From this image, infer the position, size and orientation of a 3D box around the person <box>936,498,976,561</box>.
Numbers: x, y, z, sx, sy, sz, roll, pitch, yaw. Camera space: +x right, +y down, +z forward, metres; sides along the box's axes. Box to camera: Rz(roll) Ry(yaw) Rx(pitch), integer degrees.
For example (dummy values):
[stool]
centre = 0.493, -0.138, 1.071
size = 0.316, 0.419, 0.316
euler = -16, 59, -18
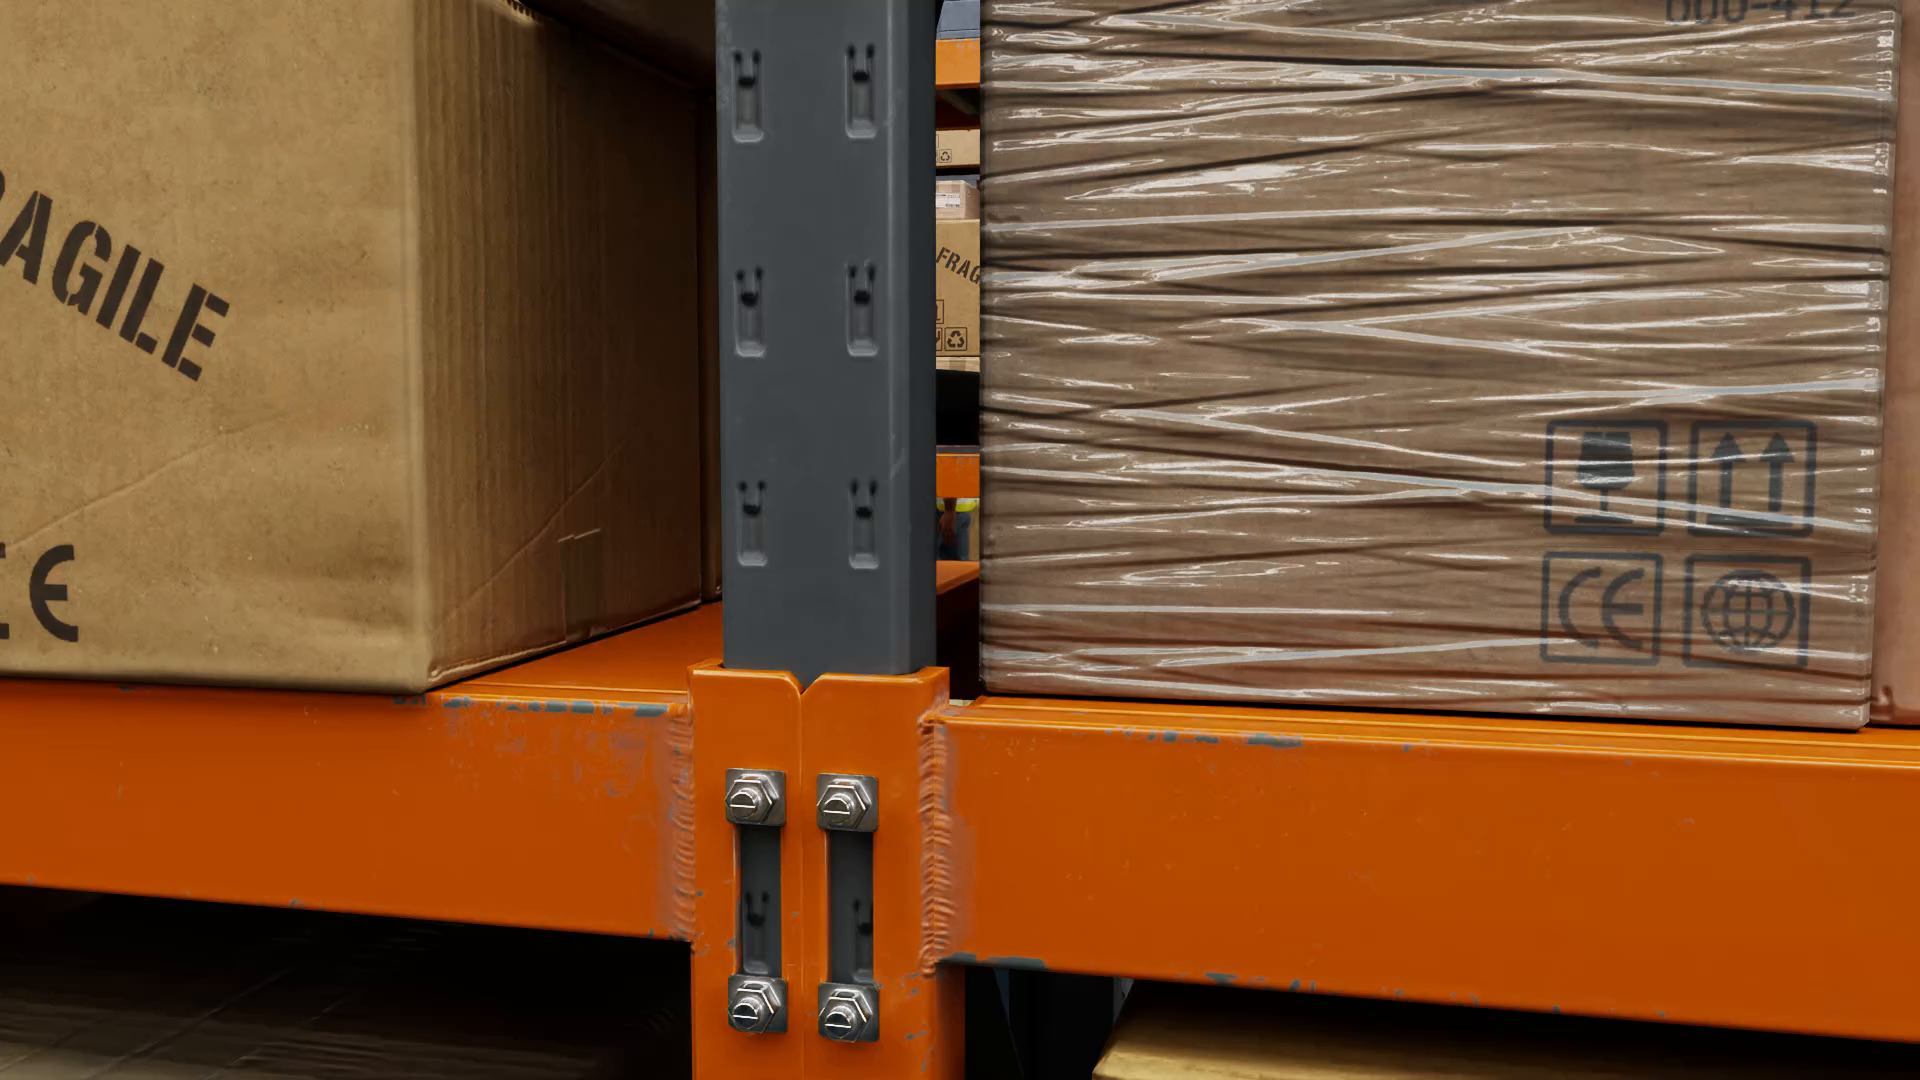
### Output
[person]
centre = -0.115, -0.124, 9.084
size = 0.596, 1.835, 0.620
euler = 1, 5, 14
